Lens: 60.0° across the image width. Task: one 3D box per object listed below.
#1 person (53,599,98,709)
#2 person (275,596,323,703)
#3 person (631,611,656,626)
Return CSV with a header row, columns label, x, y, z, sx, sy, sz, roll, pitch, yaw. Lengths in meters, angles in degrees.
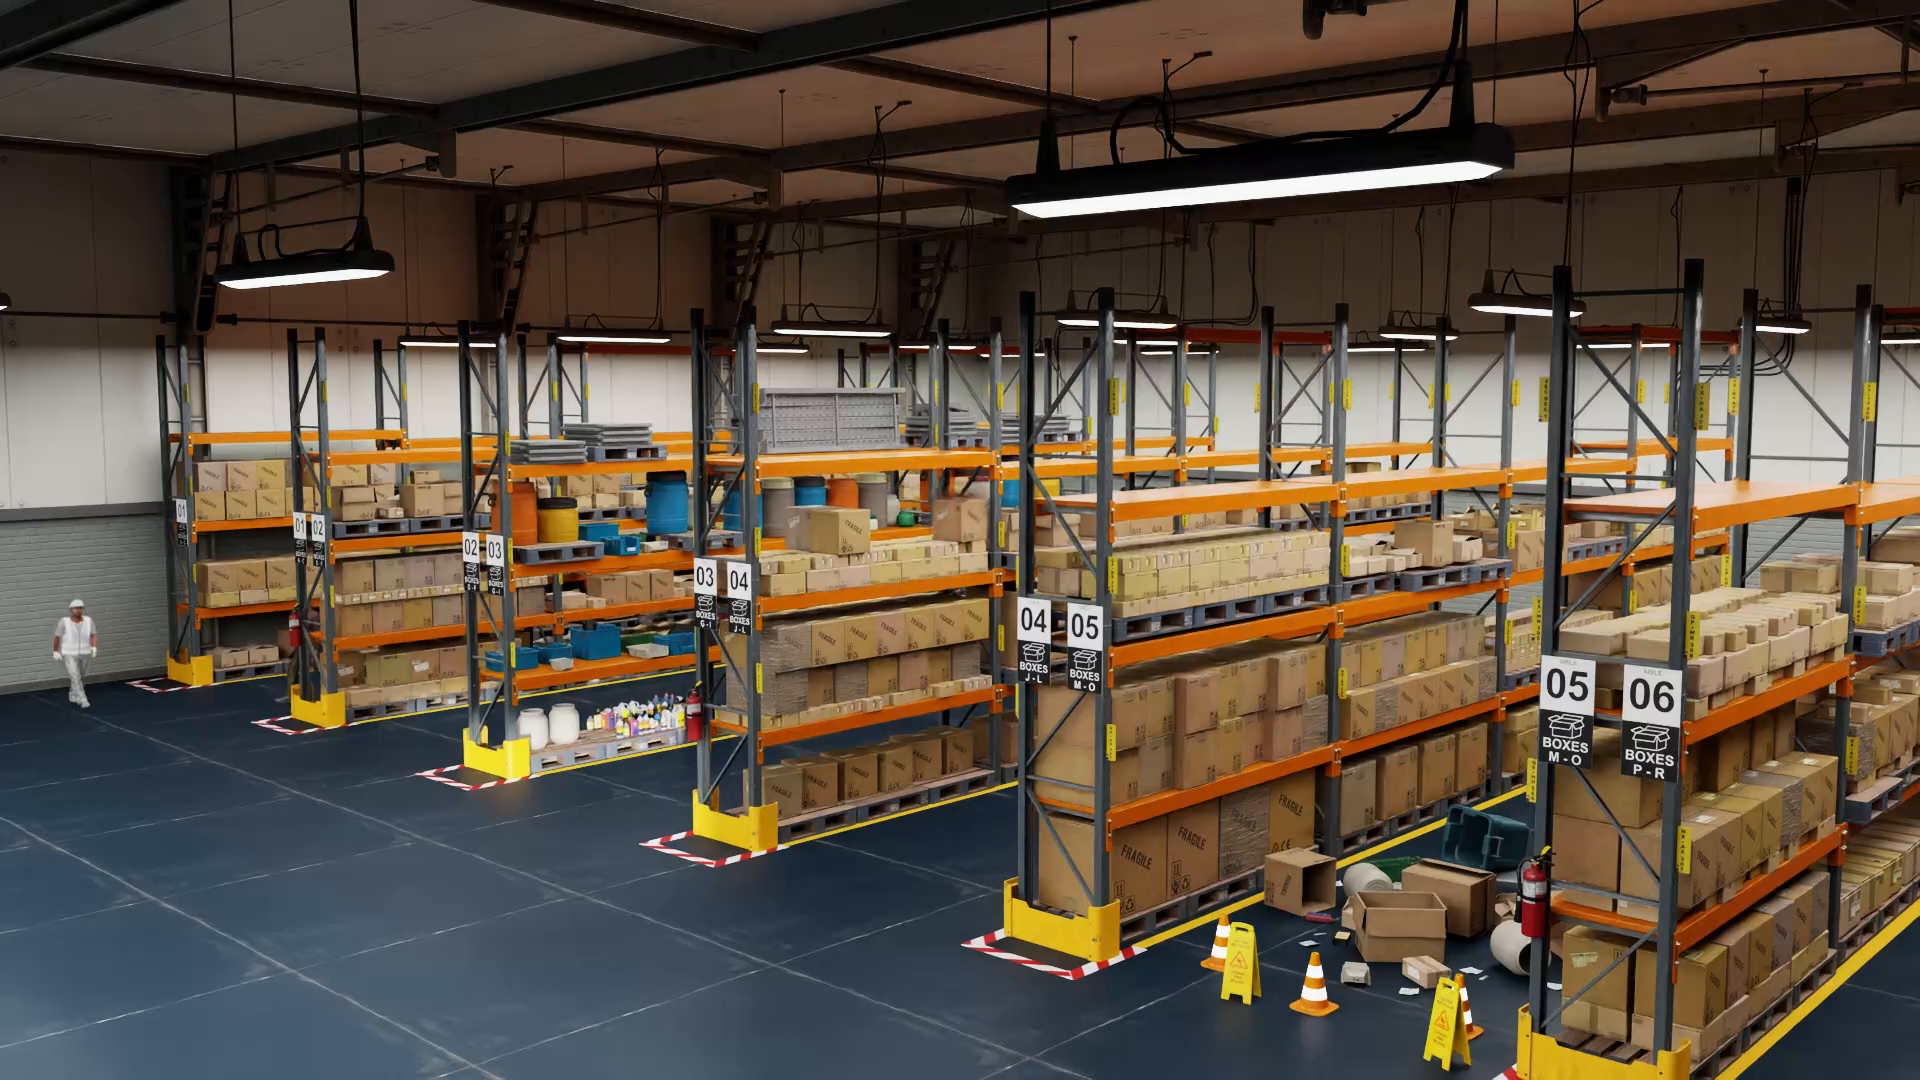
label,x,y,z,sx,sy,sz,roll,pitch,yaw
person,-14.063,1.800,26.491,0.591,1.712,1.120,-5,7,-43
person,-10.574,1.762,27.091,0.607,1.720,1.124,3,6,26
person,-6.011,1.374,31.925,0.651,1.594,0.575,-5,7,-42
